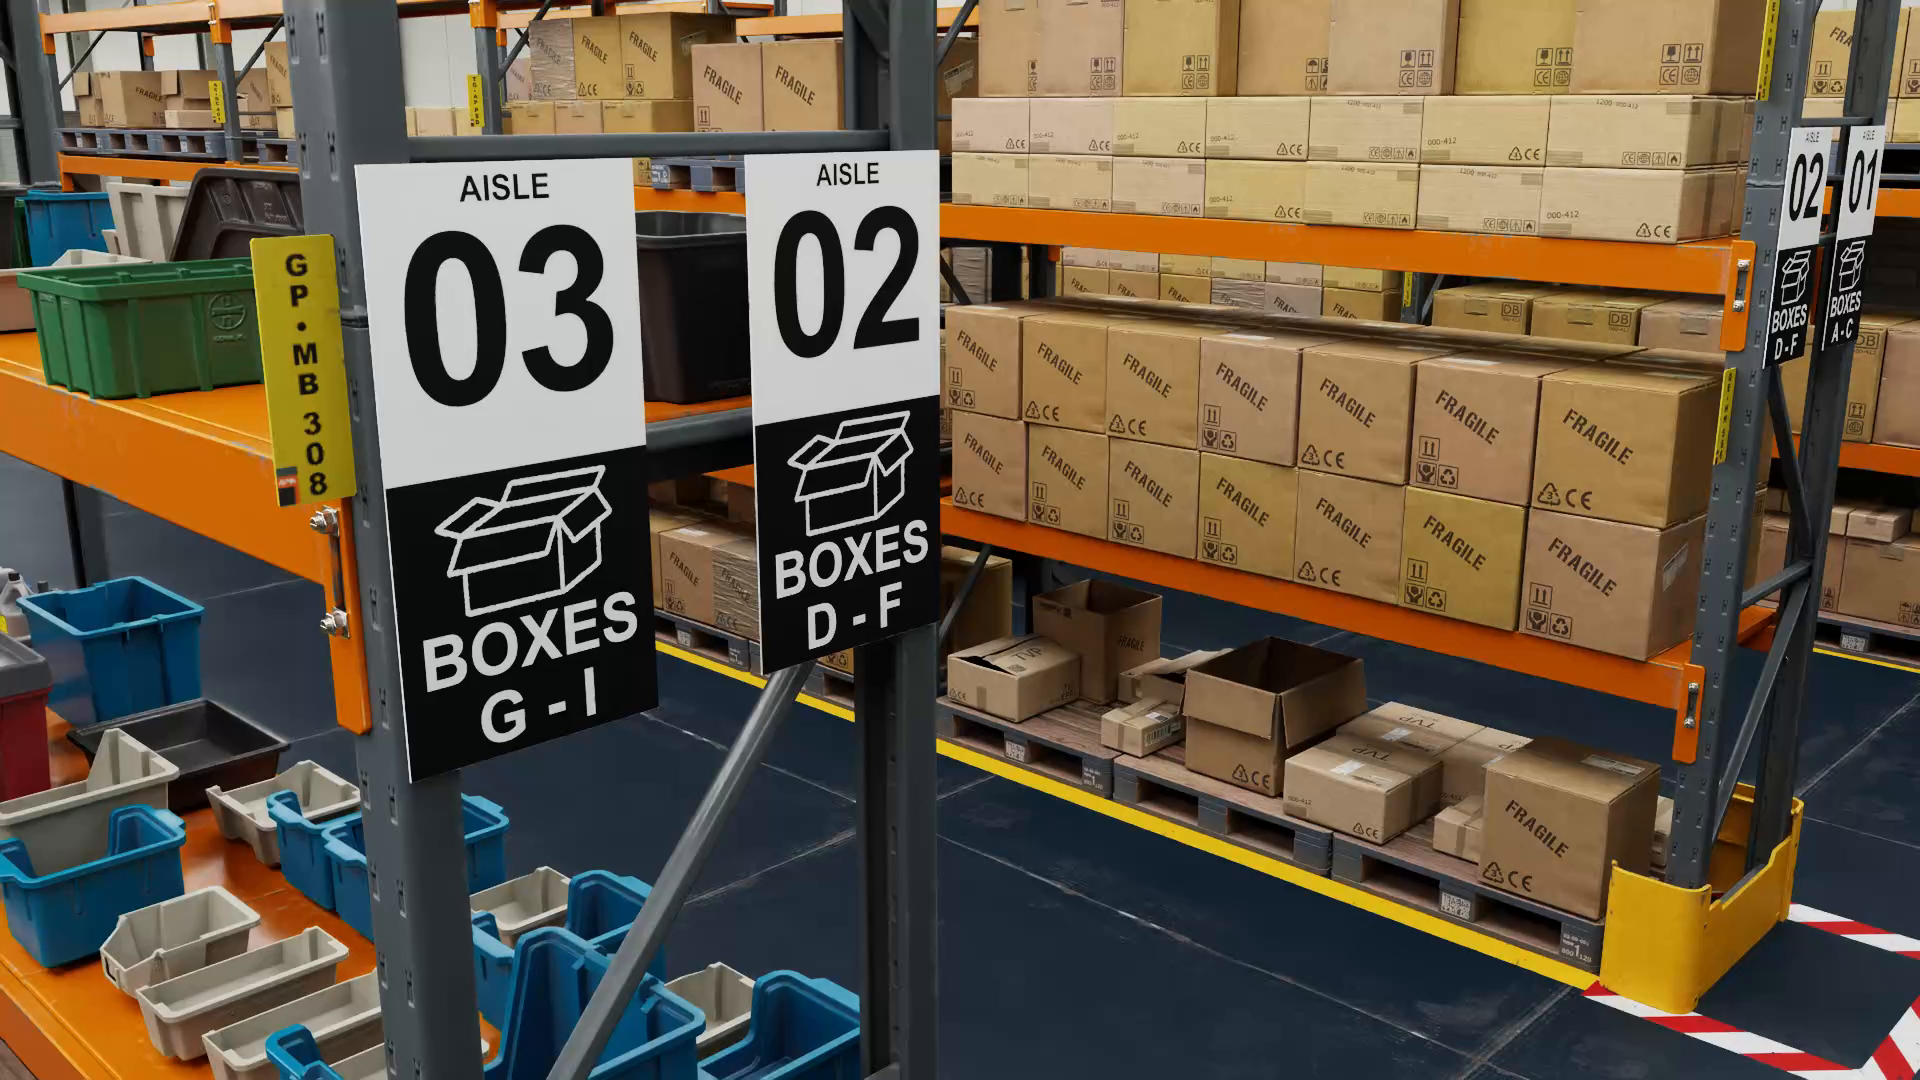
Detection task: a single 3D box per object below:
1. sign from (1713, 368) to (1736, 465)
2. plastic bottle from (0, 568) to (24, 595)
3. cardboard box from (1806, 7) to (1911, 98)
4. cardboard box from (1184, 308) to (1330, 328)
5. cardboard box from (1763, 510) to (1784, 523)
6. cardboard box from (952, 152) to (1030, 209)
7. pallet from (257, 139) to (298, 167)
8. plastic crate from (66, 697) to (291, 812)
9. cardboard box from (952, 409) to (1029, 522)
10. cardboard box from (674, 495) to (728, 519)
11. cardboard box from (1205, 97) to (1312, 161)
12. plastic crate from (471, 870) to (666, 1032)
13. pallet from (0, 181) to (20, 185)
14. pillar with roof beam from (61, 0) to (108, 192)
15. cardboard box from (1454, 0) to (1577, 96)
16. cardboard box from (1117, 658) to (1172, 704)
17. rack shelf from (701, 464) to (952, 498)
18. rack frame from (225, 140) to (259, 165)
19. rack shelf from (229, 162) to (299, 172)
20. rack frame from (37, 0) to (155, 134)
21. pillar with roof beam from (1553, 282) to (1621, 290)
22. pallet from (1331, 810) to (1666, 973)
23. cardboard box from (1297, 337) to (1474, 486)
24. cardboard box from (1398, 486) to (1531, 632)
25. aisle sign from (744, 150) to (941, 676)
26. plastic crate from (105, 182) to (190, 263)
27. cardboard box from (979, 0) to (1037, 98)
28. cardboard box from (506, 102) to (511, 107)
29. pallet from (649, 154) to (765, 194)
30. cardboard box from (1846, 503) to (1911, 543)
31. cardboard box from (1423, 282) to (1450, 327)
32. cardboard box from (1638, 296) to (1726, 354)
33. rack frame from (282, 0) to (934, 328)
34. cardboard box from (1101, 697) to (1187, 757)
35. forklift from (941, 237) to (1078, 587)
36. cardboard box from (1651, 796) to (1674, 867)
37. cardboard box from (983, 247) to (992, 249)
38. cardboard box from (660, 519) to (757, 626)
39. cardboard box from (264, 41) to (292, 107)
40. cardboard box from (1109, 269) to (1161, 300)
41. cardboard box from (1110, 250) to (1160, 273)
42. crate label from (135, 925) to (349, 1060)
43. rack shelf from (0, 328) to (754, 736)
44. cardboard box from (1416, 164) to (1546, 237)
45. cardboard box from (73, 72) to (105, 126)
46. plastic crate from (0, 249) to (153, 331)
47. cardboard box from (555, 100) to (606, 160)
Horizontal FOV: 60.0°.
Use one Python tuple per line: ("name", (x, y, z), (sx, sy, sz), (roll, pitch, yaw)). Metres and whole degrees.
("sign", (2.612, -0.422, 5.679), (0.005, 0.325, 0.100), (14, 20, 42))
("plastic bottle", (-3.641, 0.238, 6.314), (0.135, 0.276, 0.152), (14, 20, 42))
("cardboard box", (5.378, -2.867, 9.817), (0.500, 0.500, 0.500), (-14, 20, -43))
("cardboard box", (1.409, -0.819, 7.945), (0.500, 0.500, 0.500), (14, 20, 43))
("cardboard box", (5.151, 0.021, 11.027), (0.500, 0.500, 0.700), (13, 19, 40))
("cardboard box", (0.310, -1.755, 8.066), (0.500, 0.250, 0.500), (14, 20, 42))
("pallet", (-4.983, -3.113, 13.360), (1.217, 0.209, 0.805), (13, 19, 40))
("plastic crate", (-2.316, 0.644, 4.939), (0.590, 0.125, 0.437), (14, 20, 42))
("cardboard box", (0.310, -0.416, 8.380), (0.500, 0.500, 0.500), (-14, 20, -43))
("cardboard box", (-1.539, 0.003, 11.058), (0.500, 0.500, 0.500), (13, 19, 40))
("cardboard box", (1.383, -1.732, 6.988), (0.500, 0.250, 0.500), (14, 20, 42))
("plastic crate", (-0.852, 0.926, 3.640), (0.300, 0.233, 0.416), (14, 20, 42))
("pallet", (-3.941, -1.087, 5.580), (1.003, 0.211, 1.213), (14, 20, 42))
("pillar with roof beam", (-19.912, -8.812, 28.905), (0.400, 9.000, 9.100), (14, 20, 42))
("cardboard box", (2.329, -1.979, 6.449), (0.500, 0.500, 0.700), (14, 20, 42))
("cardboard box", (1.051, 0.764, 8.833), (0.250, 0.149, 0.380), (14, 20, 42))
("rack shelf", (-1.308, -0.508, 10.358), (4.000, 0.370, 1.077), (14, 20, 42))
("rack frame", (-5.627, -1.906, 14.298), (0.127, 3.000, 1.000), (14, 20, 42))
("rack shelf", (-4.187, -2.659, 12.667), (4.000, 0.370, 1.077), (14, 20, 42))
("rack frame", (-8.506, -5.509, 16.228), (0.127, 3.000, 1.000), (14, 20, 42))
("pillar with roof beam", (1.684, -3.562, 8.755), (0.400, 9.000, 9.100), (14, 20, 42))
("pallet", (2.382, 1.391, 7.175), (1.213, 0.211, 1.003), (14, 20, 42))
("cardboard box", (1.760, -0.544, 6.890), (0.500, 0.500, 0.500), (-14, 20, -43))
("cardboard box", (2.124, 0.027, 6.682), (0.500, 0.500, 0.500), (14, 20, 43))
("aisle sign", (-0.171, -0.207, 2.620), (0.004, 0.787, 0.394), (14, 20, 42))
("plastic crate", (-1.810, -0.745, 4.130), (0.530, 0.282, 0.437), (14, 20, 42))
("cardboard box", (0.509, -2.411, 8.107), (0.500, 0.500, 0.700), (14, 20, 42))
("cardboard box", (-5.004, -4.911, 19.646), (0.500, 0.500, 0.500), (-14, 20, -43))
("pallet", (-1.037, -2.174, 9.751), (1.003, 0.211, 1.213), (14, 20, 42))
("cardboard box", (5.655, -0.107, 10.231), (0.250, 0.149, 0.380), (13, 20, 42))
("cardboard box", (3.412, -1.734, 12.809), (0.500, 0.500, 0.500), (13, 19, 40))
("cardboard box", (4.999, -1.199, 10.988), (0.700, 0.700, 0.980), (12, 19, 40))
("rack frame", (-0.429, -1.810, 2.033), (0.127, 3.000, 1.000), (14, 20, 42))
("cardboard box", (0.914, 0.915, 8.219), (0.250, 0.166, 0.380), (14, 20, 42))
("forklift", (0.120, -1.249, 11.911), (1.130, 2.935, 3.031), (-3, 15, -12))
("cardboard box", (2.949, 1.225, 7.062), (0.250, 0.149, 0.380), (14, 20, 42))
("cardboard box", (0.419, -2.736, 15.125), (0.250, 0.149, 0.380), (11, 18, 35))
("cardboard box", (-1.500, 0.192, 10.331), (0.500, 0.500, 0.500), (13, 19, 40))
("cardboard box", (-5.210, -3.736, 13.349), (0.500, 0.500, 0.500), (14, 20, 43))
("cardboard box", (1.587, -1.996, 13.815), (0.500, 0.500, 0.500), (14, 20, 42))
("cardboard box", (1.586, -2.364, 13.739), (0.500, 0.250, 0.500), (14, 20, 43))
("crate label", (-1.558, 0.984, 3.612), (0.243, 0.136, 0.396), (14, 20, 42))
("rack shelf", (-1.869, -0.361, 3.845), (4.000, 0.370, 1.077), (14, 20, 42))
("cardboard box", (2.106, -1.316, 6.383), (0.500, 0.250, 0.500), (14, 20, 42))
("cardboard box", (-8.096, -4.277, 16.134), (0.797, 0.503, 0.637), (-13, 19, -40))
("plastic crate", (-2.089, -0.548, 3.660), (0.530, 0.136, 0.437), (14, 20, 42))
("cardboard box", (-2.043, -2.546, 10.608), (0.500, 0.500, 0.910), (14, 20, 42))
